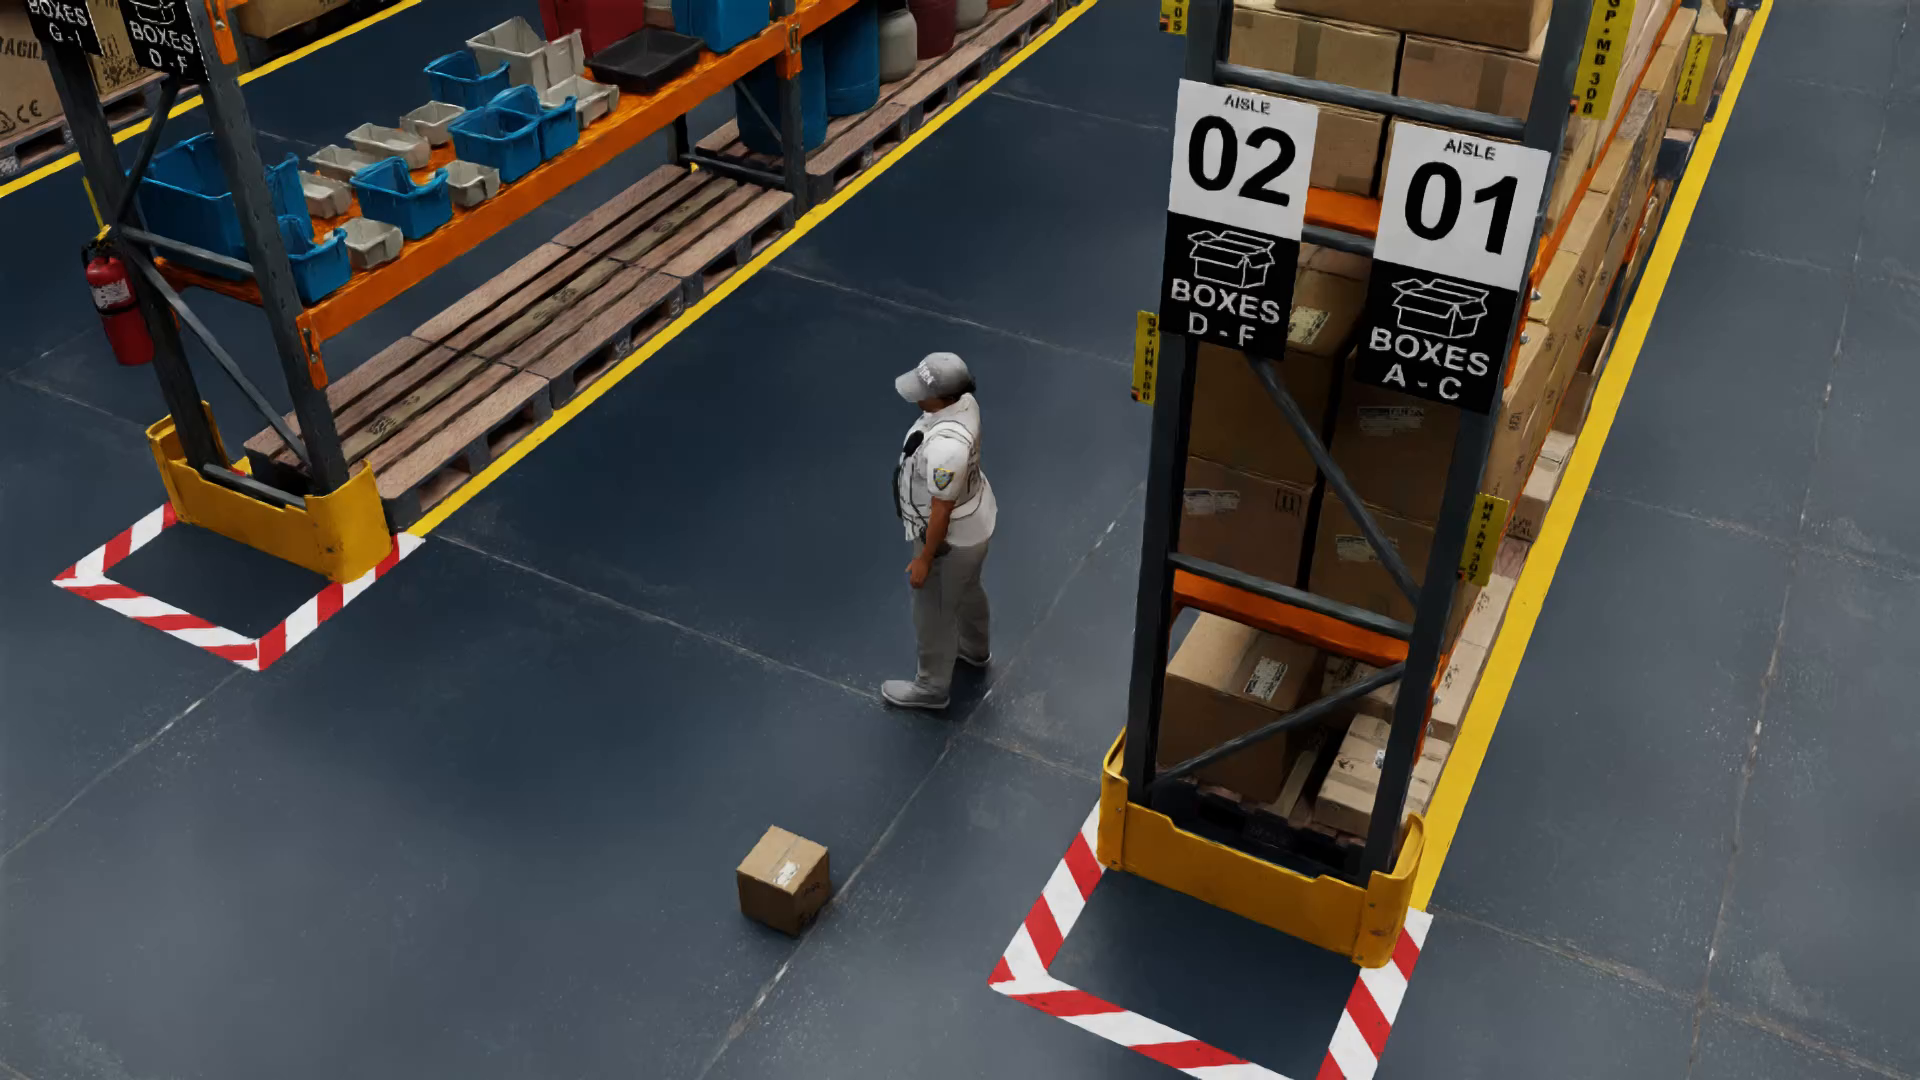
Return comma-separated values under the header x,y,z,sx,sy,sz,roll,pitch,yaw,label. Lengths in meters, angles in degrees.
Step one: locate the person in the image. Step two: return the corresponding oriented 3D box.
x,y,z,sx,sy,sz,roll,pitch,yaw,label
-0.085,-0.051,6.774,0.470,1.672,0.562,5,38,6,person
